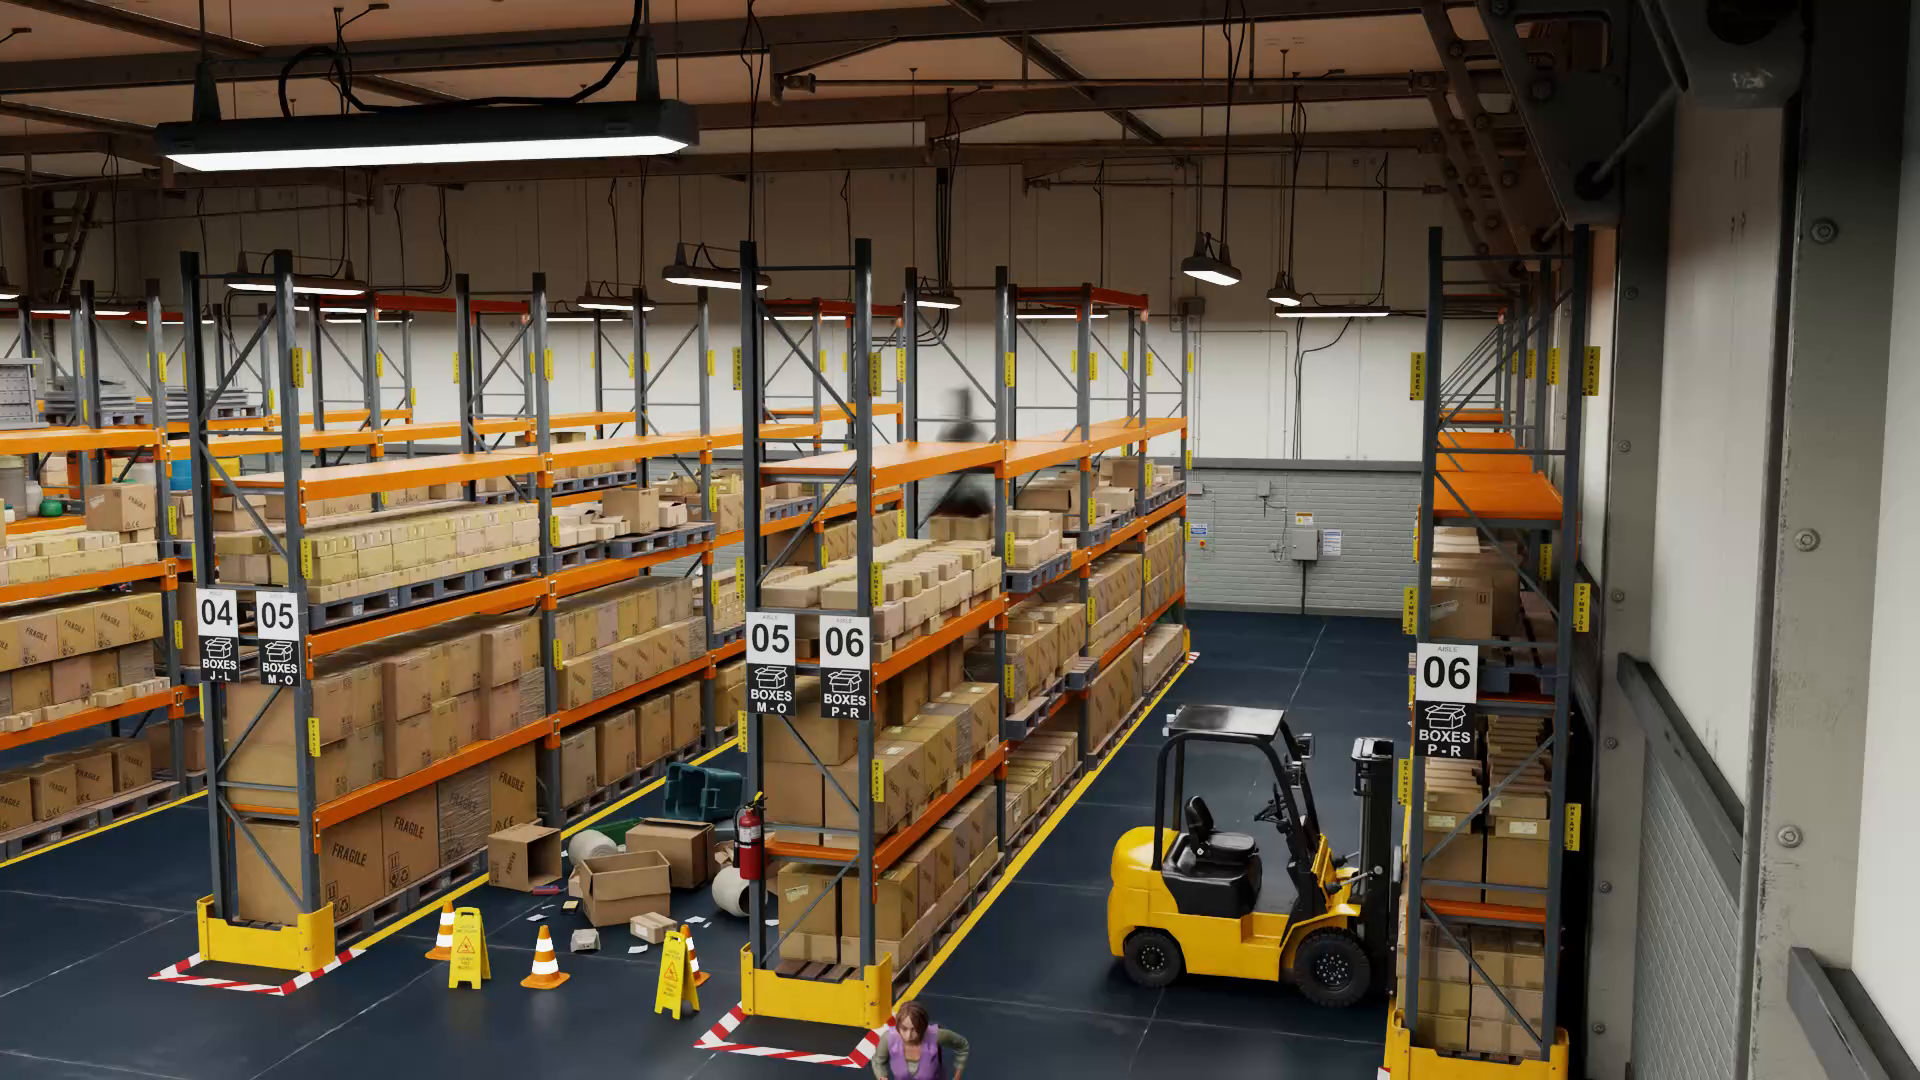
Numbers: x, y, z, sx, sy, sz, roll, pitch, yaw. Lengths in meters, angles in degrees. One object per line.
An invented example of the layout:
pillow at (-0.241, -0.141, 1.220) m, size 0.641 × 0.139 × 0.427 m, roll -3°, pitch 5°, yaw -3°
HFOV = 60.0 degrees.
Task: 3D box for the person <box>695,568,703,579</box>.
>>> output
person at (-4.112, 1.302, 26.802) m, size 0.725 × 1.756 × 0.990 m, roll 2°, pitch 7°, yaw 19°

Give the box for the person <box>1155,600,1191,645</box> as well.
person at (3.692, 1.037, 29.158) m, size 0.753 × 1.857 × 0.682 m, roll 4°, pitch 8°, yaw 35°

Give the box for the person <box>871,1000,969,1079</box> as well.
person at (-0.224, 3.338, 9.813) m, size 0.570 × 1.547 × 0.915 m, roll 0°, pitch 6°, yaw 4°
